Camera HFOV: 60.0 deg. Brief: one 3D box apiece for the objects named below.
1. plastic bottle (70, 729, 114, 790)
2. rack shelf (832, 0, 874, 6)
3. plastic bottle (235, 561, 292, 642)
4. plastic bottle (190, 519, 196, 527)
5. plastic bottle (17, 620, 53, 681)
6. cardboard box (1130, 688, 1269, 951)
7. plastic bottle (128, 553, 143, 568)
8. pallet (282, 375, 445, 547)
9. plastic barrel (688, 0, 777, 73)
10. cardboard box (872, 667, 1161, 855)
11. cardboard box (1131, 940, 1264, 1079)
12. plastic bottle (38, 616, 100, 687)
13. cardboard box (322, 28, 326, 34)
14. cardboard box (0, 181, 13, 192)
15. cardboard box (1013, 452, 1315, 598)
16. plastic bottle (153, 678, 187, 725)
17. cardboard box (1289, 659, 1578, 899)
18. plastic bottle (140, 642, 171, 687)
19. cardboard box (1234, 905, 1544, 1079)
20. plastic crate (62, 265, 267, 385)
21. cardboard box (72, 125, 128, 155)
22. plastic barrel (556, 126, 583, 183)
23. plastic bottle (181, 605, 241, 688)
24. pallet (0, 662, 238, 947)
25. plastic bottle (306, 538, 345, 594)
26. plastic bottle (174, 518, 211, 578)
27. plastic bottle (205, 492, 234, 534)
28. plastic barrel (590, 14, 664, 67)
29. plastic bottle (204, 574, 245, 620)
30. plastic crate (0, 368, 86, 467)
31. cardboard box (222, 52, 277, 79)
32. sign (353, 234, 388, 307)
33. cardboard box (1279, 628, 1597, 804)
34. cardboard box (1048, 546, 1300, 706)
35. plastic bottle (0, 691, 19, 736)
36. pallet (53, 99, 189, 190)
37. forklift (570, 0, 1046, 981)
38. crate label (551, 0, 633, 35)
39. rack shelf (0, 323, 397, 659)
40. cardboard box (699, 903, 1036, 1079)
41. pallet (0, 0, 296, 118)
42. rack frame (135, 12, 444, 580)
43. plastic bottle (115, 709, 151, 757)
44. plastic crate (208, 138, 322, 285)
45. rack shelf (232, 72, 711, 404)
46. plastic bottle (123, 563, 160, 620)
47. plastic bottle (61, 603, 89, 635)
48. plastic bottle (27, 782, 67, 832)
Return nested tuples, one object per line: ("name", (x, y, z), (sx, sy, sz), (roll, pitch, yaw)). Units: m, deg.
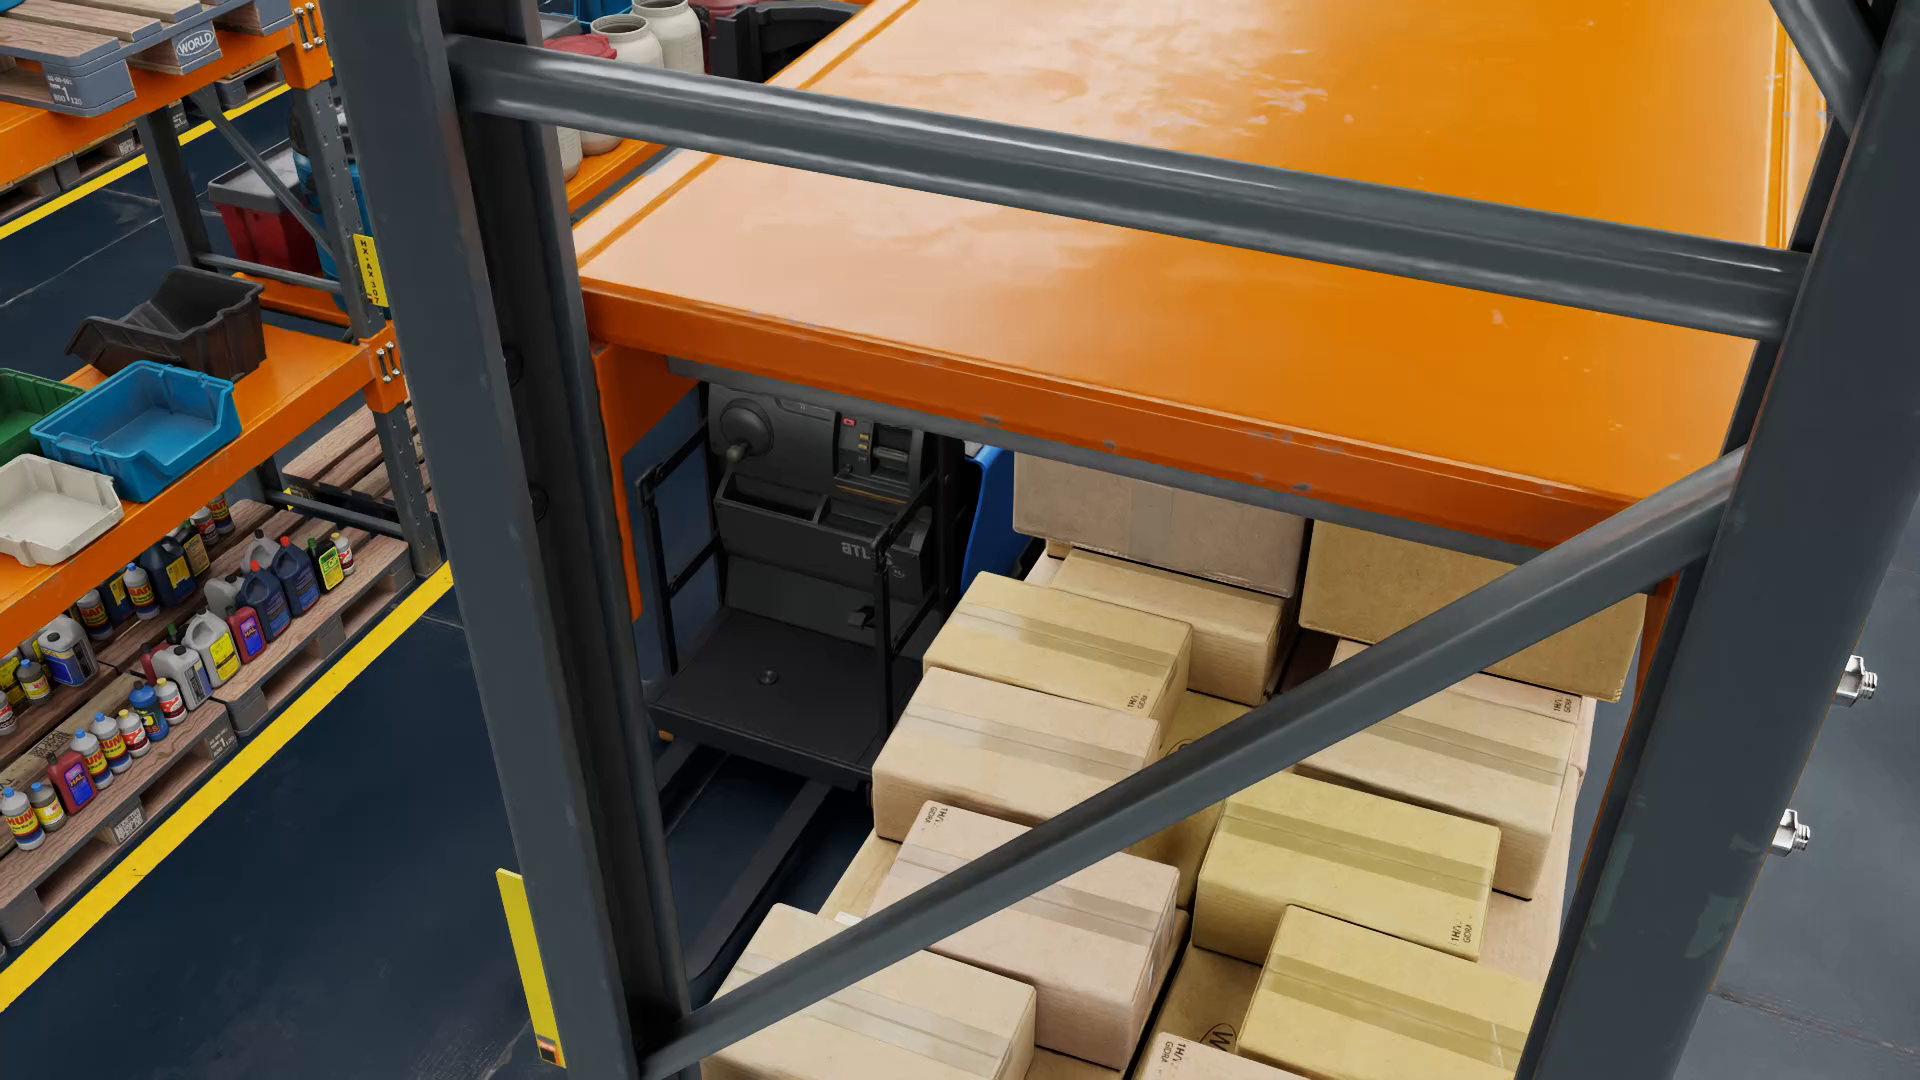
("plastic bottle", (-3.411, 0.850, 6.519), (0.097, 0.271, 0.097), (0, 37, 0))
("rack shelf", (-0.715, -4.193, 11.955), (1.077, 0.370, 4.000), (14, 39, 18))
("plastic bottle", (-3.049, 0.254, 7.250), (0.144, 0.351, 0.185), (12, 38, 15))
("plastic bottle", (-3.602, -0.025, 7.748), (0.097, 0.201, 0.097), (0, 37, 0))
("plastic bottle", (-3.922, 0.418, 7.031), (0.144, 0.351, 0.185), (14, 39, 17))
("cardboard box", (0.197, 0.440, 2.775), (0.500, 0.250, 0.500), (14, 39, 18))
("plastic bottle", (-3.689, 0.078, 7.485), (0.144, 0.351, 0.185), (15, 39, 19))
("pallet", (-2.735, -0.486, 8.724), (1.003, 0.211, 1.213), (14, 39, 18))
("plastic barrel", (-1.372, -3.102, 9.781), (0.600, 0.536, 0.708), (14, 39, 18))
("cardboard box", (0.088, 0.364, 2.544), (0.380, 0.149, 0.250), (12, 38, 16))
("cardboard box", (0.483, 0.835, 2.248), (0.500, 0.250, 0.500), (15, 39, 19))
("plastic bottle", (-3.776, 0.468, 7.026), (0.152, 0.276, 0.135), (14, 39, 18))
("cardboard box", (-5.228, -4.434, 13.397), (0.500, 0.500, 0.500), (13, 39, 17))
("cardboard box", (-6.610, -2.375, 10.868), (0.500, 0.250, 0.500), (15, 39, 19))
("cardboard box", (0.416, -0.293, 2.881), (0.500, 0.500, 0.500), (14, 39, 18))
("plastic bottle", (-3.257, 0.653, 6.840), (0.097, 0.201, 0.097), (0, 37, 0))
("cardboard box", (0.719, 0.359, 2.551), (0.380, 0.149, 0.250), (15, 39, 20))
("plastic bottle", (-3.336, 0.525, 6.943), (0.061, 0.283, 0.133), (14, 39, 18))
("cardboard box", (0.567, 0.661, 2.146), (0.380, 0.149, 0.250), (15, 39, 19))
("plastic crate", (-3.315, -0.873, 6.965), (0.767, 0.338, 0.504), (14, 39, 18))
("cardboard box", (-6.223, -2.938, 11.621), (0.500, 0.250, 0.500), (13, 39, 17))
("plastic barrel", (-2.152, -2.100, 8.440), (0.433, 0.535, 0.433), (0, 37, 0))
("plastic bottle", (-3.172, 0.433, 7.010), (0.144, 0.351, 0.185), (14, 39, 17))
("pallet", (-3.755, 0.998, 6.739), (1.003, 0.211, 1.213), (14, 39, 18))
("plastic bottle", (-2.876, 0.094, 7.520), (0.061, 0.283, 0.133), (16, 40, 20))
("plastic bottle", (-3.523, 0.038, 7.595), (0.061, 0.283, 0.133), (14, 39, 18))
("plastic bottle", (-3.524, -0.166, 7.878), (0.097, 0.271, 0.097), (0, 37, 0))
("plastic barrel", (-1.830, -2.567, 9.086), (0.421, 0.512, 0.421), (0, 37, 0))
("plastic bottle", (-3.196, 0.264, 7.299), (0.152, 0.276, 0.135), (14, 39, 18))
("plastic crate", (-3.775, -0.387, 6.439), (0.450, 0.188, 0.662), (14, 39, 18))
("cardboard box", (-5.618, -3.866, 12.637), (0.500, 0.500, 0.500), (15, 39, 20))
("sign", (-2.493, -1.139, 7.037), (0.100, 0.325, 0.005), (14, 39, 18))
("cardboard box", (0.866, 0.274, 2.998), (0.500, 0.250, 0.500), (14, 39, 18))
("cardboard box", (0.371, 0.111, 2.883), (0.380, 0.149, 0.250), (14, 39, 18))
("plastic bottle", (-3.930, 0.691, 6.789), (0.097, 0.201, 0.097), (0, 37, 0))
("pallet", (-6.404, -2.940, 12.008), (1.003, 0.211, 1.213), (14, 39, 18))
("forklift", (-0.640, -0.365, 6.290), (1.130, 2.935, 3.031), (15, 39, 19))
("crate label", (-2.104, -2.899, 9.594), (0.502, 0.435, 0.616), (14, 39, 18))
("rack shelf", (-3.759, 0.236, 6.029), (1.077, 0.370, 4.000), (14, 39, 18))
("cardboard box", (-0.122, 0.658, 2.151), (0.380, 0.149, 0.250), (14, 39, 18))
("pallet", (-3.182, -1.863, 5.890), (1.213, 0.211, 1.003), (14, 39, 18))
("rack frame", (-2.998, -1.159, 7.295), (1.000, 3.000, 0.127), (14, 39, 18))
("plastic bottle", (-3.335, 0.767, 6.688), (0.097, 0.201, 0.097), (0, 37, 0))
("plastic crate", (-3.096, -1.523, 7.728), (0.402, 0.464, 0.583), (14, 39, 18))
("rack shelf", (-2.237, -1.978, 8.992), (1.077, 0.370, 4.000), (14, 39, 18))
("plastic bottle", (-3.632, 0.218, 7.365), (0.097, 0.271, 0.097), (0, 37, 0))
("plastic bottle", (-3.862, 0.291, 7.256), (0.061, 0.283, 0.133), (16, 40, 20))
("plastic bottle", (-3.502, 1.010, 6.363), (0.097, 0.201, 0.097), (0, 37, 0))
